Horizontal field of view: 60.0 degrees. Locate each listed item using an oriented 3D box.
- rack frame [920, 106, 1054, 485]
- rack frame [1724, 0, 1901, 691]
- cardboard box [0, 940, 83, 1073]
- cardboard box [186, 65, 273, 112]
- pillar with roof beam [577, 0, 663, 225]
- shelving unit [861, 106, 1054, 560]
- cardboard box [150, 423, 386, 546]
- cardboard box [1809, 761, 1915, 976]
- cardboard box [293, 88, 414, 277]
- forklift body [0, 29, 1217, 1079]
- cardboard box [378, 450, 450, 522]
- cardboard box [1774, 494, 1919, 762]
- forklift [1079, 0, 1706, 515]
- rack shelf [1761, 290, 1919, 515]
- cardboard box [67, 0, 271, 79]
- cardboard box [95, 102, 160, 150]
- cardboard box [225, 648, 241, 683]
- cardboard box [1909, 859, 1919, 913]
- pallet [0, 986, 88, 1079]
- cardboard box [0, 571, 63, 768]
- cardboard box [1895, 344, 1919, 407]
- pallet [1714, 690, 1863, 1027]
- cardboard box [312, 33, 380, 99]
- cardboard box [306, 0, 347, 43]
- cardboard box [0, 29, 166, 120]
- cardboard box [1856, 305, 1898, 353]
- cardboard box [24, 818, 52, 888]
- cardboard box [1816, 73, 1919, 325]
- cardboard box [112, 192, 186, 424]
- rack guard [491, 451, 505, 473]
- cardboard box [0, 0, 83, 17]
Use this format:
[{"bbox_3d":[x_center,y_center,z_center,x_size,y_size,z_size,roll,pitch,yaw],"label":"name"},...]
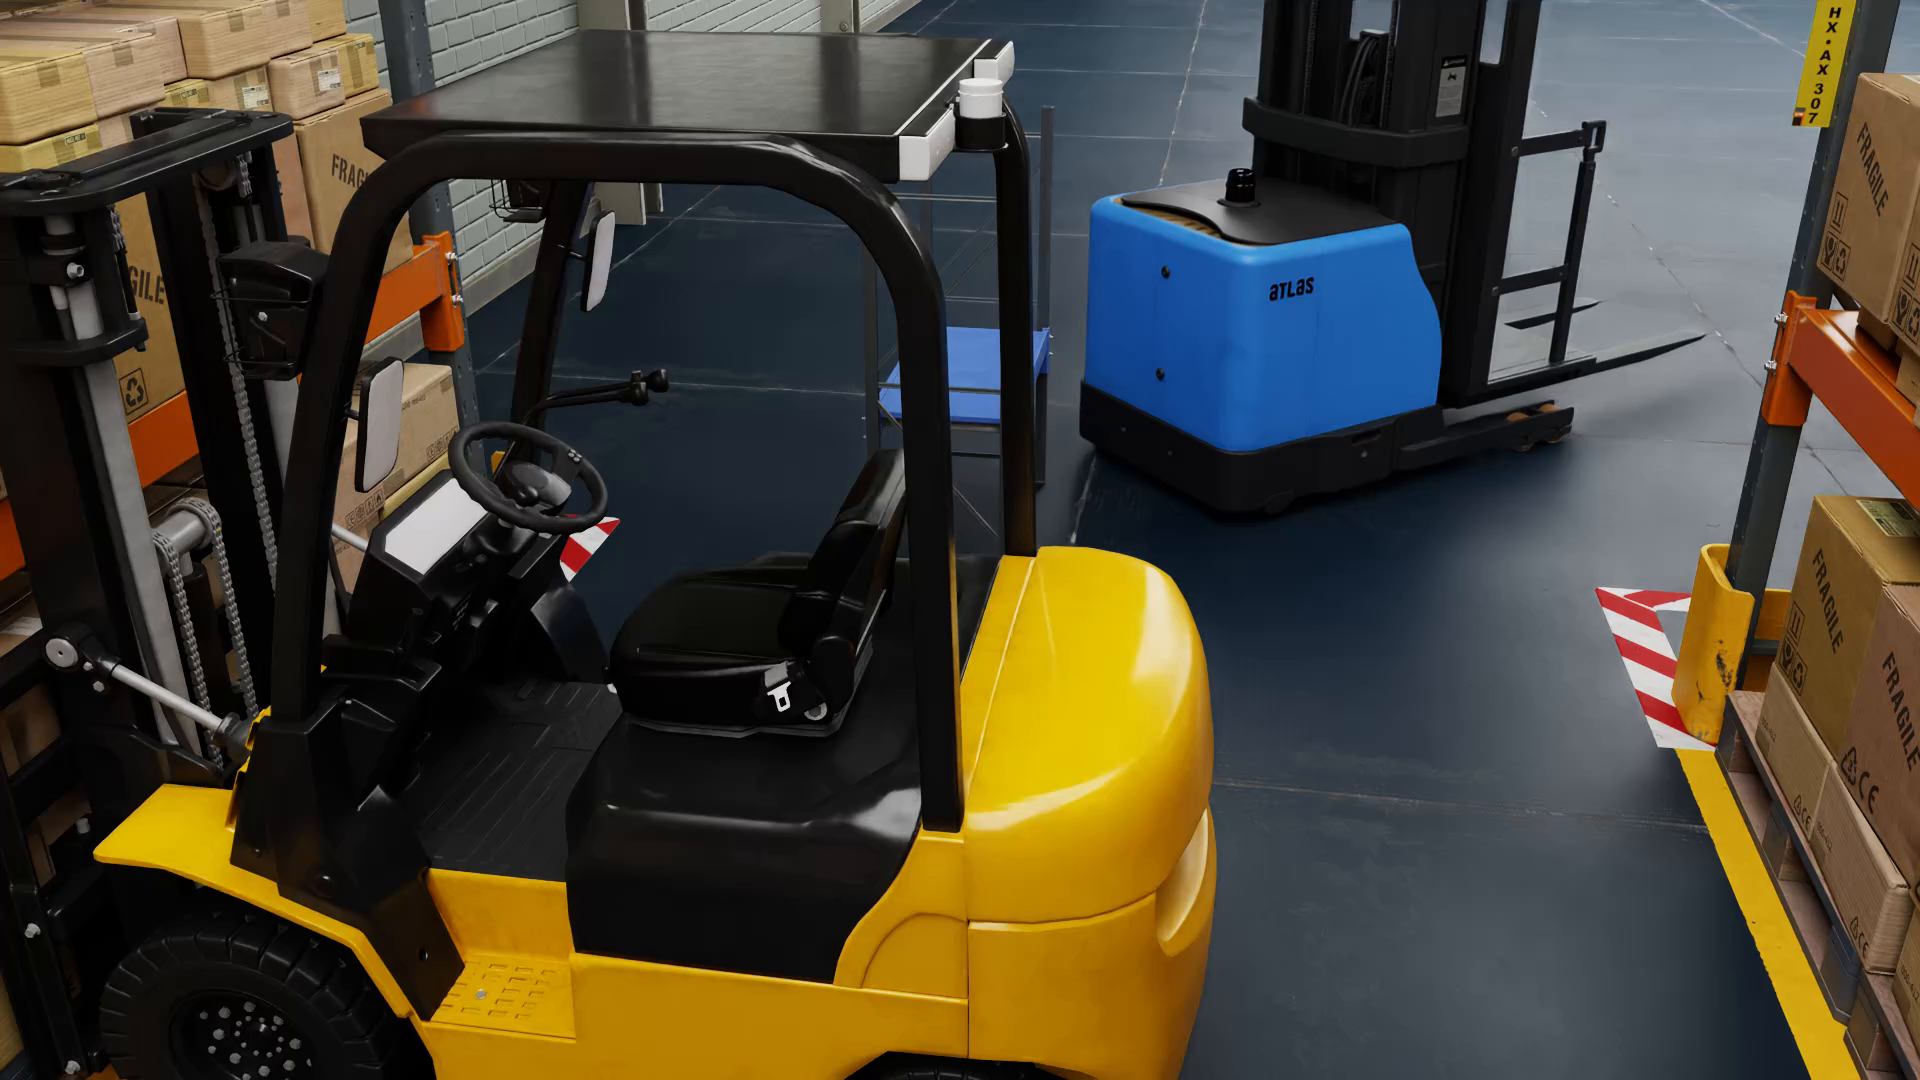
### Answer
[{"bbox_3d":[0.097,-0.928,6.462,0.500,1.500,0.032,4,25,9],"label":"rack frame"},{"bbox_3d":[2.801,-0.818,4.459,1.000,3.000,0.127,4,25,9],"label":"rack frame"},{"bbox_3d":[-2.209,0.959,3.411,0.500,0.250,0.500,4,25,9],"label":"cardboard box"},{"bbox_3d":[-1.992,-1.122,4.225,0.380,0.149,0.250,4,25,10],"label":"cardboard box"},{"bbox_3d":[2.128,-5.860,8.154,9.100,9.000,0.400,4,25,9],"label":"pillar with roof beam"},{"bbox_3d":[0.014,-0.715,6.008,0.538,1.500,1.048,4,25,9],"label":"shelving unit"},{"bbox_3d":[-1.942,-0.130,4.558,0.500,0.250,0.500,4,25,9],"label":"cardboard box"},{"bbox_3d":[2.305,0.768,3.818,0.500,0.250,0.500,5,26,10],"label":"cardboard box"},{"bbox_3d":[-1.918,-0.982,4.691,0.500,0.500,0.500,3,25,7],"label":"cardboard box"},{"bbox_3d":[-0.607,0.144,3.406,2.313,2.155,1.214,4,25,9],"label":"forklift body"},{"bbox_3d":[-1.868,-0.106,5.097,0.500,0.250,0.500,4,25,8],"label":"cardboard box"},{"bbox_3d":[2.393,0.226,4.093,0.500,0.500,0.500,3,25,7],"label":"cardboard box"},{"bbox_3d":[2.030,-1.874,6.797,3.031,2.935,1.130,-15,29,-28],"label":"forklift"},{"bbox_3d":[2.474,0.344,2.825,1.077,0.370,4.000,4,25,9],"label":"rack shelf"},{"bbox_3d":[-1.973,-1.253,4.155,0.380,0.149,0.250,5,25,10],"label":"cardboard box"},{"bbox_3d":[-2.041,-0.904,3.760,0.380,0.149,0.250,3,25,7],"label":"cardboard box"},{"bbox_3d":[-2.024,0.320,4.186,0.500,0.250,0.500,3,25,7],"label":"cardboard box"},{"bbox_3d":[2.221,0.654,3.178,0.500,0.500,0.500,5,25,10],"label":"cardboard box"},{"bbox_3d":[-2.382,0.934,4.005,1.003,0.211,1.213,4,25,9],"label":"pallet"},{"bbox_3d":[-2.105,0.293,3.654,0.500,0.250,0.500,4,25,7],"label":"cardboard box"},{"bbox_3d":[2.390,-0.365,3.787,0.380,0.149,0.250,3,25,7],"label":"cardboard box"},{"bbox_3d":[2.621,0.814,4.262,1.003,0.211,1.213,4,25,9],"label":"pallet"},{"bbox_3d":[-1.877,-1.335,4.681,0.380,0.149,0.250,4,25,9],"label":"cardboard box"},{"bbox_3d":[-1.948,-1.470,4.618,0.380,0.149,0.250,4,25,9],"label":"cardboard box"},{"bbox_3d":[-2.020,-1.037,3.694,0.380,0.149,0.250,5,25,10],"label":"cardboard box"},{"bbox_3d":[2.541,-0.576,4.240,0.380,0.149,0.250,4,25,9],"label":"cardboard box"},{"bbox_3d":[-2.193,0.740,3.289,0.500,0.250,0.500,4,25,8],"label":"cardboard box"},{"bbox_3d":[2.450,-0.819,3.993,0.500,0.500,0.500,4,25,8],"label":"cardboard box"},{"bbox_3d":[-2.096,-0.551,3.771,0.500,0.500,0.500,4,25,8],"label":"cardboard box"},{"bbox_3d":[-2.093,-0.038,5.742,1.175,0.500,0.348,4,25,9],"label":"rack guard"},{"bbox_3d":[-2.468,-1.290,4.234,0.380,0.149,0.250,4,25,10],"label":"cardboard box"}]
